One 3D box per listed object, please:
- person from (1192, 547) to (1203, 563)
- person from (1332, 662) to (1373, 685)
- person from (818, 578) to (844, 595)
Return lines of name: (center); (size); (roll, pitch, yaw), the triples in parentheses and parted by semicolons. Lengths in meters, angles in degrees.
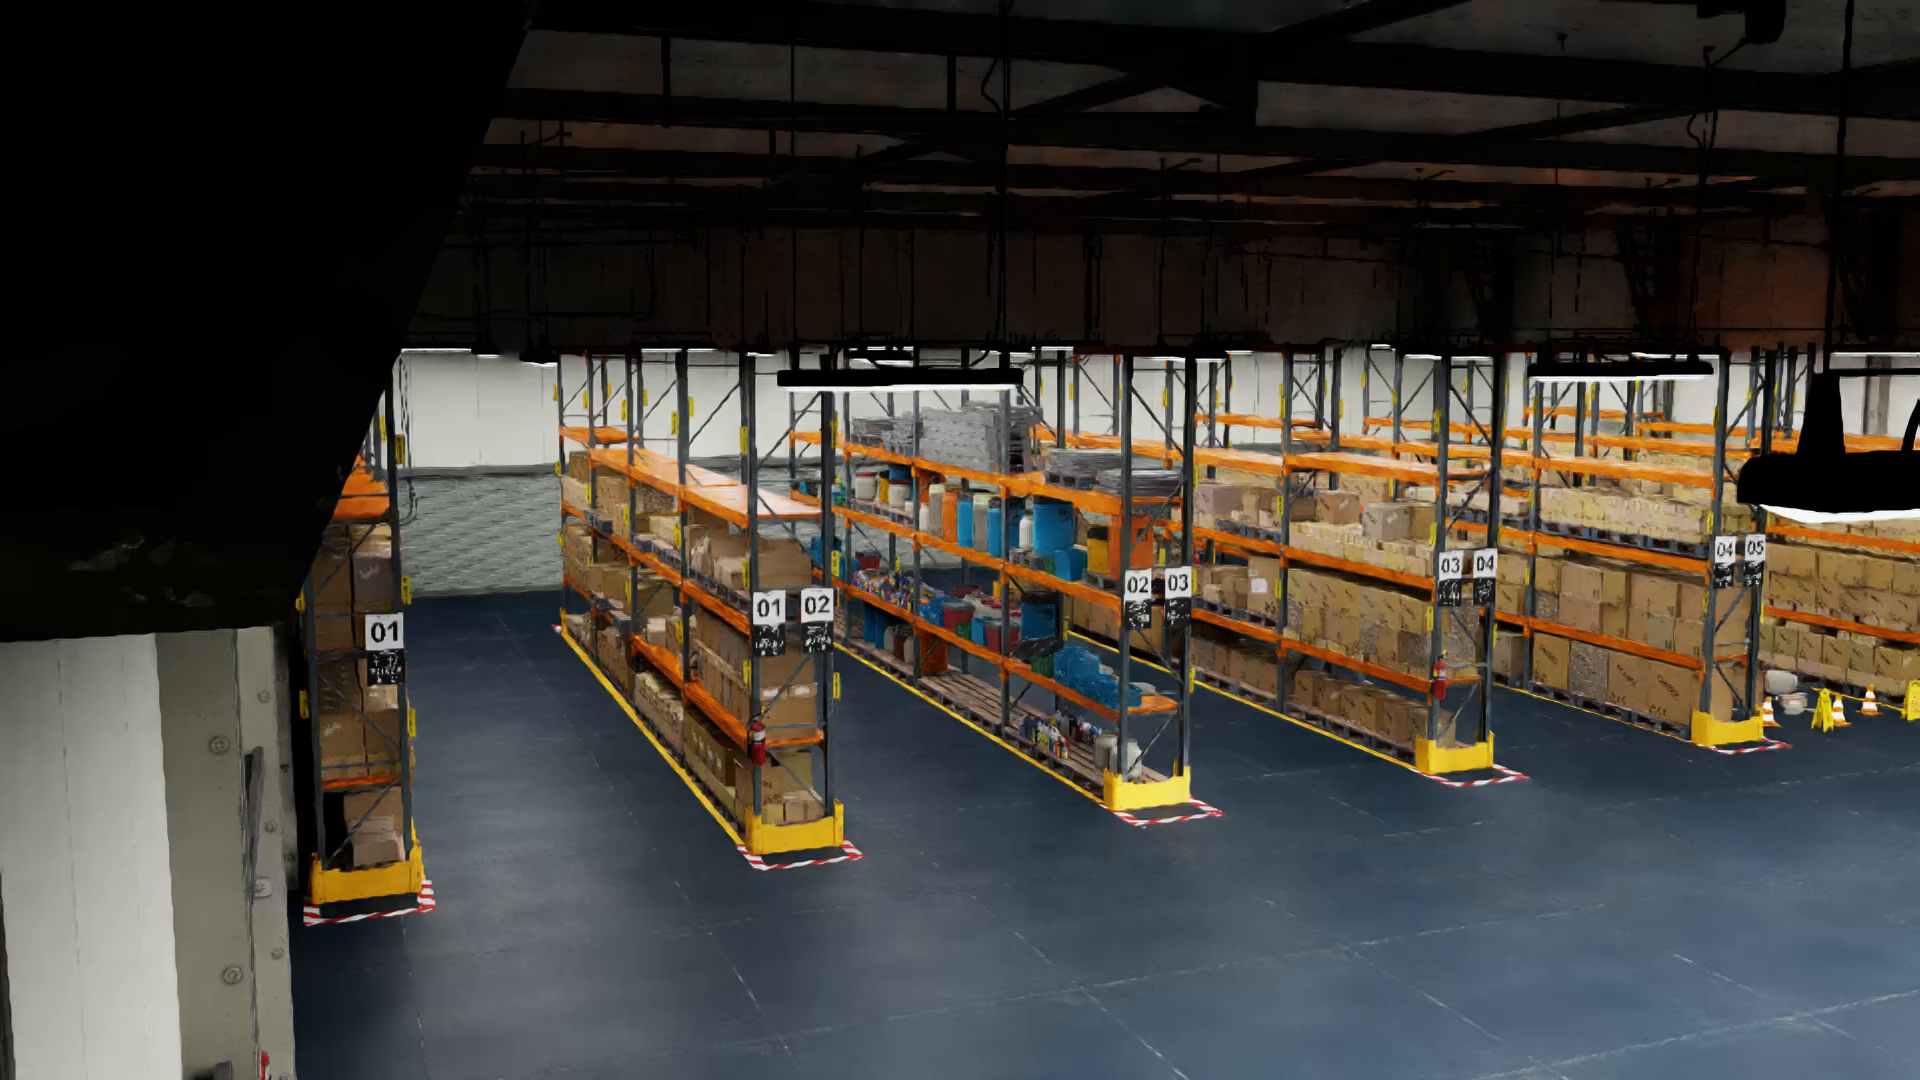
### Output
person: (4.951, 1.000, 35.115); (0.407, 1.733, 0.648); (-6, 10, -41)
person: (6.938, 1.765, 29.655); (0.495, 1.587, 1.086); (-2, 8, -19)
person: (-3.128, 0.495, 39.618); (0.455, 1.587, 1.088); (-3, 8, -23)
